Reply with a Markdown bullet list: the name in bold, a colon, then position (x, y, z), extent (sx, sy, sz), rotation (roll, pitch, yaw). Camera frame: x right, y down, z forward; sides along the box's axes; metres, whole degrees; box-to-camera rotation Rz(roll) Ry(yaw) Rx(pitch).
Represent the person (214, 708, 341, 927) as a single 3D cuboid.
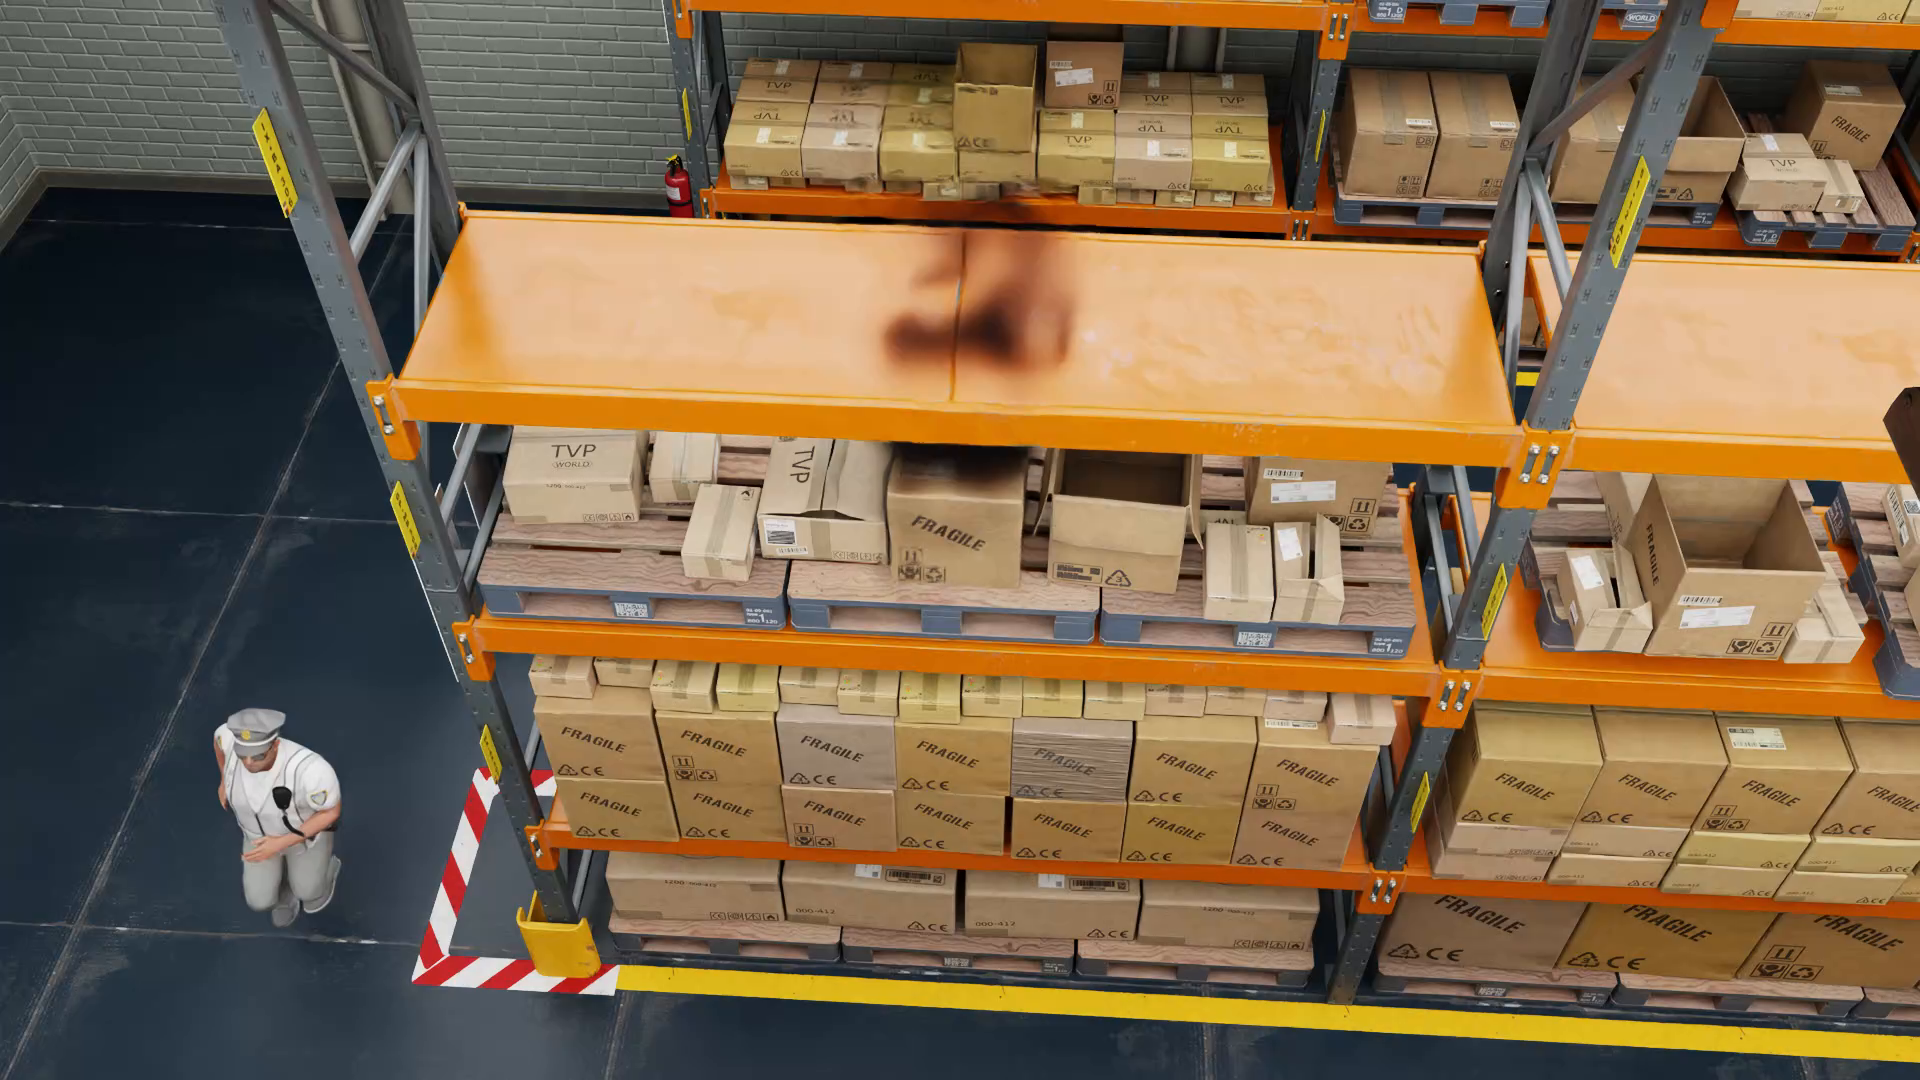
- **person**: position (-3.263, 1.402, 8.067), extent (0.709, 1.793, 0.600), rotation (2, 48, 2)
